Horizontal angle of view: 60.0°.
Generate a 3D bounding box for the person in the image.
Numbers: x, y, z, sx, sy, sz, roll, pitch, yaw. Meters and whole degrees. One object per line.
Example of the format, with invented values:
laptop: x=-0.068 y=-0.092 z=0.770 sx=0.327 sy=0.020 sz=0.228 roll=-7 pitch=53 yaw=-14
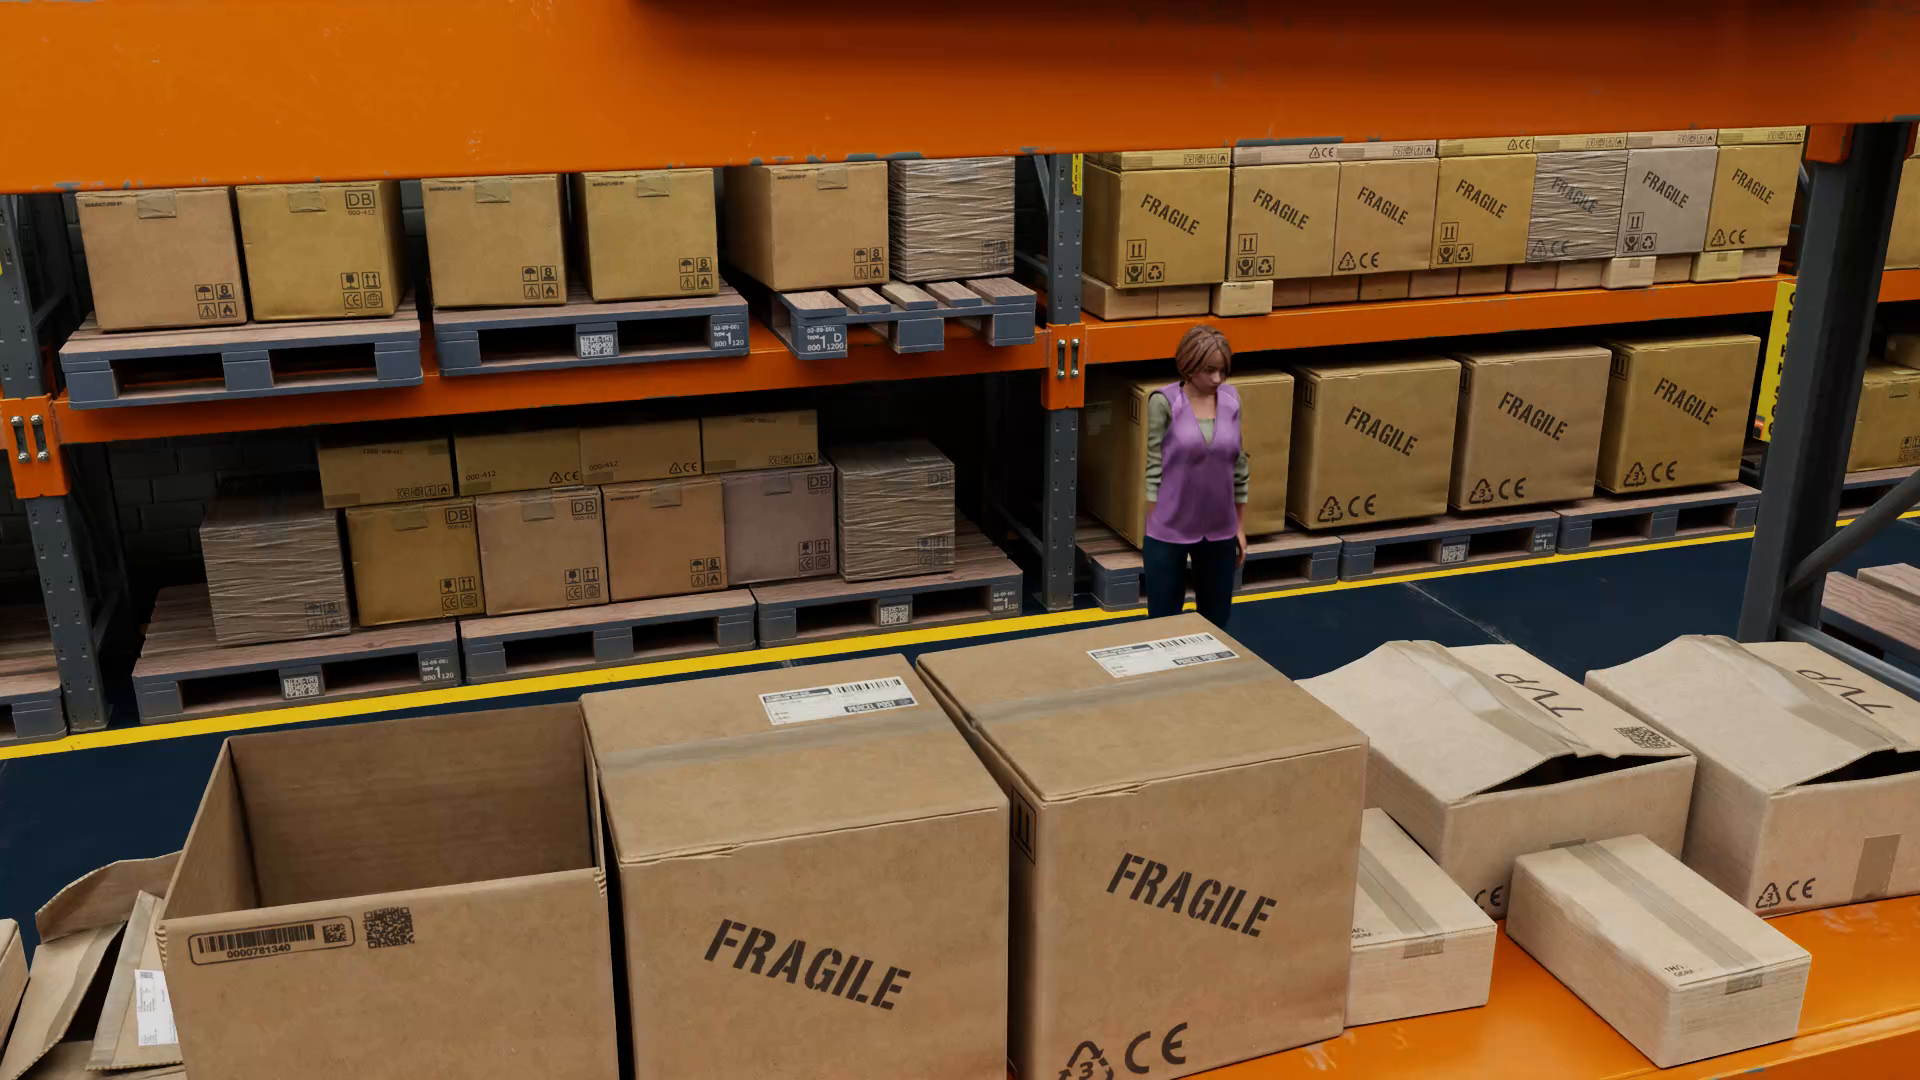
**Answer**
person: x=0.867 y=-0.017 z=6.144 sx=0.407 sy=1.594 sz=0.301 roll=-6 pitch=20 yaw=-16
